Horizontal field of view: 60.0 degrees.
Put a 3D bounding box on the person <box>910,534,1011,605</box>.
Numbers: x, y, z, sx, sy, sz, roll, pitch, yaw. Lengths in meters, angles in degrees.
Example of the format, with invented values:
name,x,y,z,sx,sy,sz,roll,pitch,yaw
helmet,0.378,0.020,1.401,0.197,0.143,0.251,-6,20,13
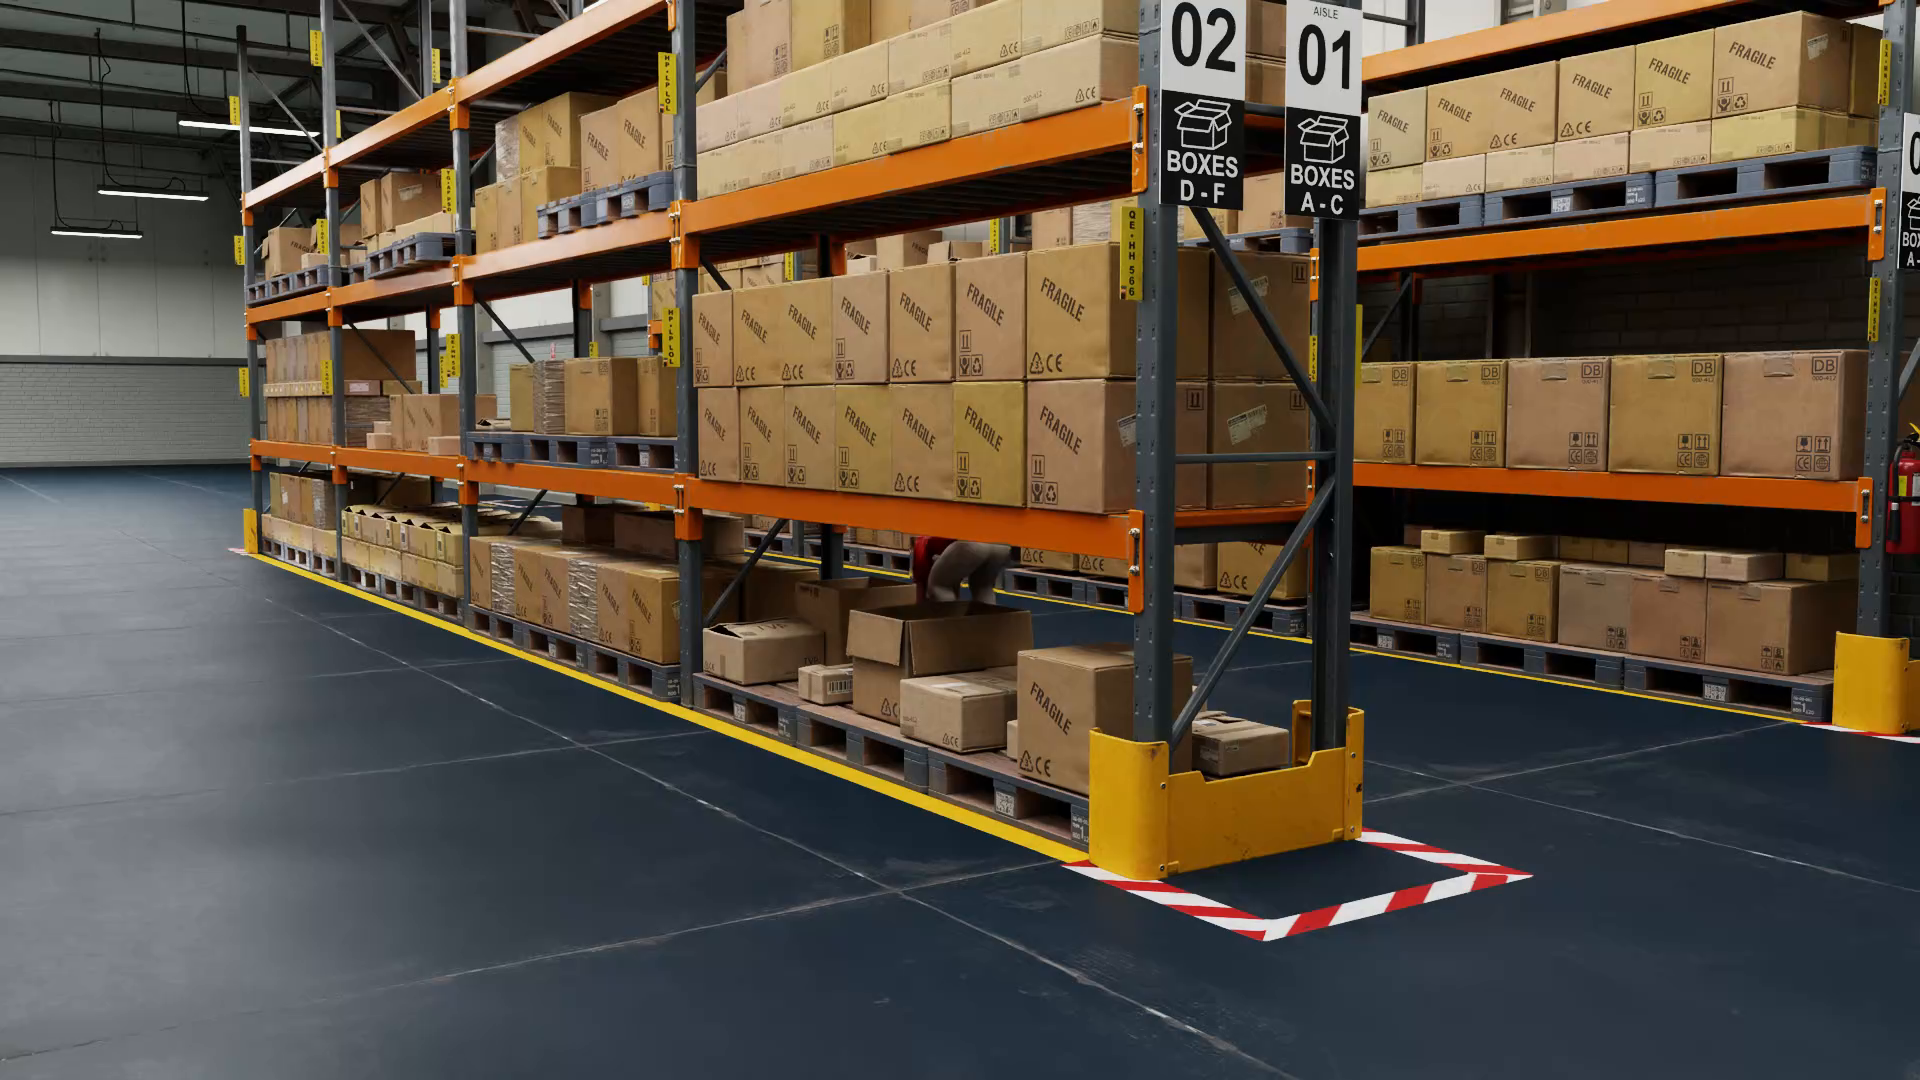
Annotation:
name,x,y,z,sx,sy,sz,roll,pitch,yaw
person,-0.041,0.270,11.842,0.532,0.962,0.957,-3,6,-37
